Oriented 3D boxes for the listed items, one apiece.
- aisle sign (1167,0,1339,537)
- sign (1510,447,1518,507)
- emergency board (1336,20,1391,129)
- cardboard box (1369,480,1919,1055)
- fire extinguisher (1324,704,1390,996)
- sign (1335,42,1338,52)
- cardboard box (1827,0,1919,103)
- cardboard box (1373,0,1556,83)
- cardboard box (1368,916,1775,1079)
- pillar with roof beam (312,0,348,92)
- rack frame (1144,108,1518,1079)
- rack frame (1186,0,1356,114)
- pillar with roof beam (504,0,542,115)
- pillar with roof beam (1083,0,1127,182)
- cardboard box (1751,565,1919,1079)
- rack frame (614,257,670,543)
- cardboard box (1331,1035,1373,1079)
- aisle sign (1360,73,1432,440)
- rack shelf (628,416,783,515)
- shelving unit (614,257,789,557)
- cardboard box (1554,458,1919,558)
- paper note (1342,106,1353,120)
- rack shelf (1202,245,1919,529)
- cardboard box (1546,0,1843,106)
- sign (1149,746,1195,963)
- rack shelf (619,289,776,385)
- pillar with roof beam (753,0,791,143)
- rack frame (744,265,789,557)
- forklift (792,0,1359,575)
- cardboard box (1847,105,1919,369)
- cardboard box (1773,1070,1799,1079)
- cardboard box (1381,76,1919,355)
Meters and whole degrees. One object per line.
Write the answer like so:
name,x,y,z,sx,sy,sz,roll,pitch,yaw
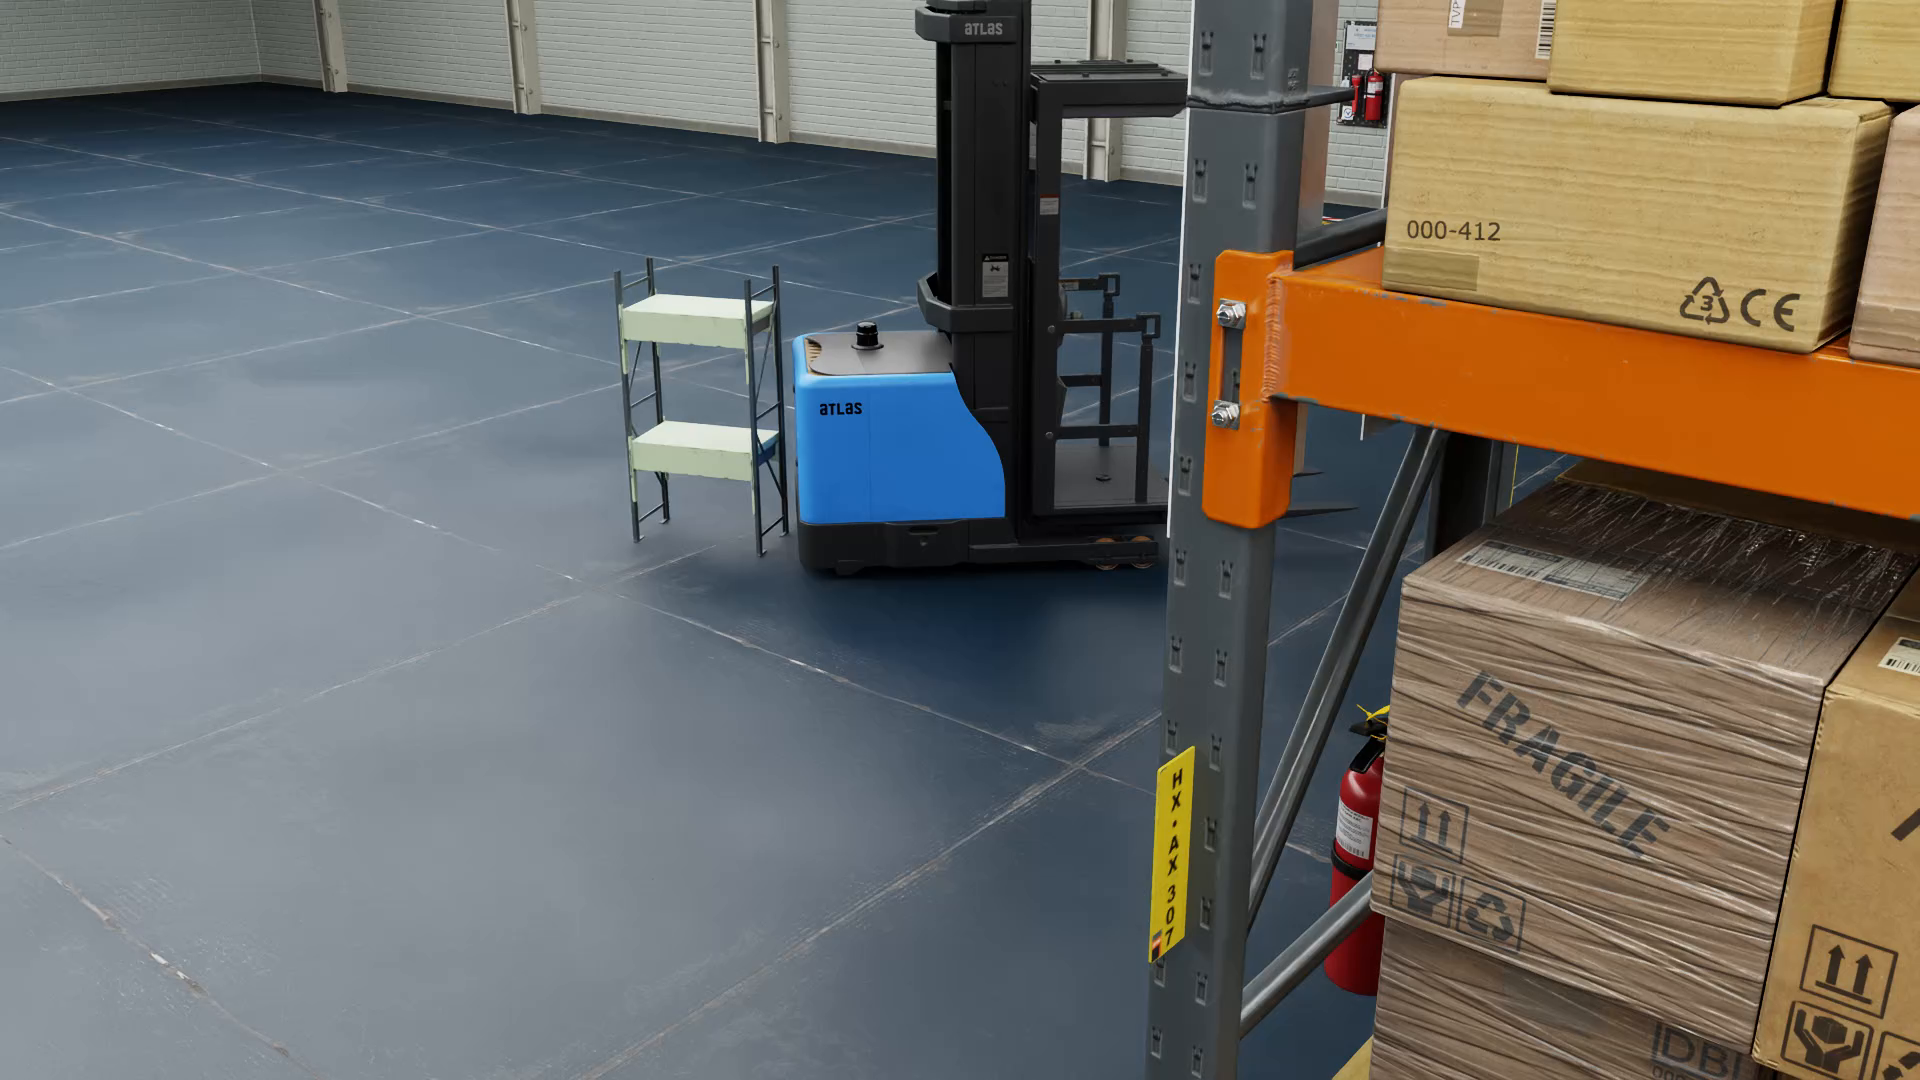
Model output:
aisle sign,0.420,-0.426,2.362,0.004,0.787,0.394,16,26,36
sign,1.024,-0.115,3.132,0.005,0.325,0.100,16,26,36
emergency board,4.604,-5.321,19.026,0.643,1.169,0.194,16,26,36
cardboard box,0.911,0.266,2.232,0.500,0.500,0.500,16,26,36
fire extinguisher,0.860,0.607,3.417,0.183,0.674,0.296,16,26,36
sign,4.238,-5.733,19.319,0.331,0.109,0.001,16,26,36
cardboard box,1.138,-0.566,1.815,0.250,0.149,0.380,16,26,35
cardboard box,0.724,-0.673,2.098,0.250,0.149,0.380,16,26,36
cardboard box,1.066,0.666,2.586,0.500,0.500,0.875,16,26,36
pillar with roof beam,-14.821,-11.744,27.556,0.400,9.000,9.100,16,26,36
rack frame,0.657,0.722,3.002,0.127,3.000,1.000,16,26,36
rack frame,0.657,-2.085,1.943,0.127,3.000,1.000,16,26,36
pillar with roof beam,-10.173,-10.405,24.007,0.400,9.000,9.100,16,26,36
pillar with roof beam,-0.876,-7.728,16.907,0.400,9.000,9.100,16,26,36
cardboard box,1.294,0.379,1.931,0.500,0.500,0.500,16,26,36
rack frame,-1.724,-0.756,9.046,0.023,1.500,0.400,6,22,16
cardboard box,0.727,0.969,2.705,0.250,0.149,0.380,16,26,36
aisle sign,0.799,-0.590,2.797,0.004,0.787,0.394,16,26,36
rack shelf,-1.375,-0.413,9.061,0.720,0.370,0.431,6,22,16
shelving unit,-1.375,-0.718,8.946,0.755,1.500,0.431,6,22,16
cardboard box,1.240,0.124,2.609,0.500,0.500,0.500,16,26,36
paper note,4.510,-4.967,19.336,0.142,0.148,0.016,16,26,36
rack shelf,2.207,0.102,1.416,4.000,0.370,1.077,16,26,36
cardboard box,0.864,-0.589,1.875,0.250,0.149,0.380,17,26,37
sign,0.314,0.466,2.456,0.005,0.325,0.100,16,26,36
rack shelf,-1.375,-1.083,8.808,0.720,0.370,0.431,6,22,16
pillar with roof beam,-5.525,-9.066,20.457,0.400,9.000,9.100,16,26,36
rack frame,-1.025,-0.680,8.846,0.023,1.500,0.400,6,22,16
forklift,0.623,-1.397,8.718,3.031,2.935,1.130,-2,21,-6
cardboard box,1.271,-0.320,1.726,0.500,0.250,0.500,15,26,35
cardboard box,1.529,0.745,2.378,0.500,0.500,0.875,16,26,36
cardboard box,0.867,-0.433,2.027,0.500,0.250,0.500,17,27,38
